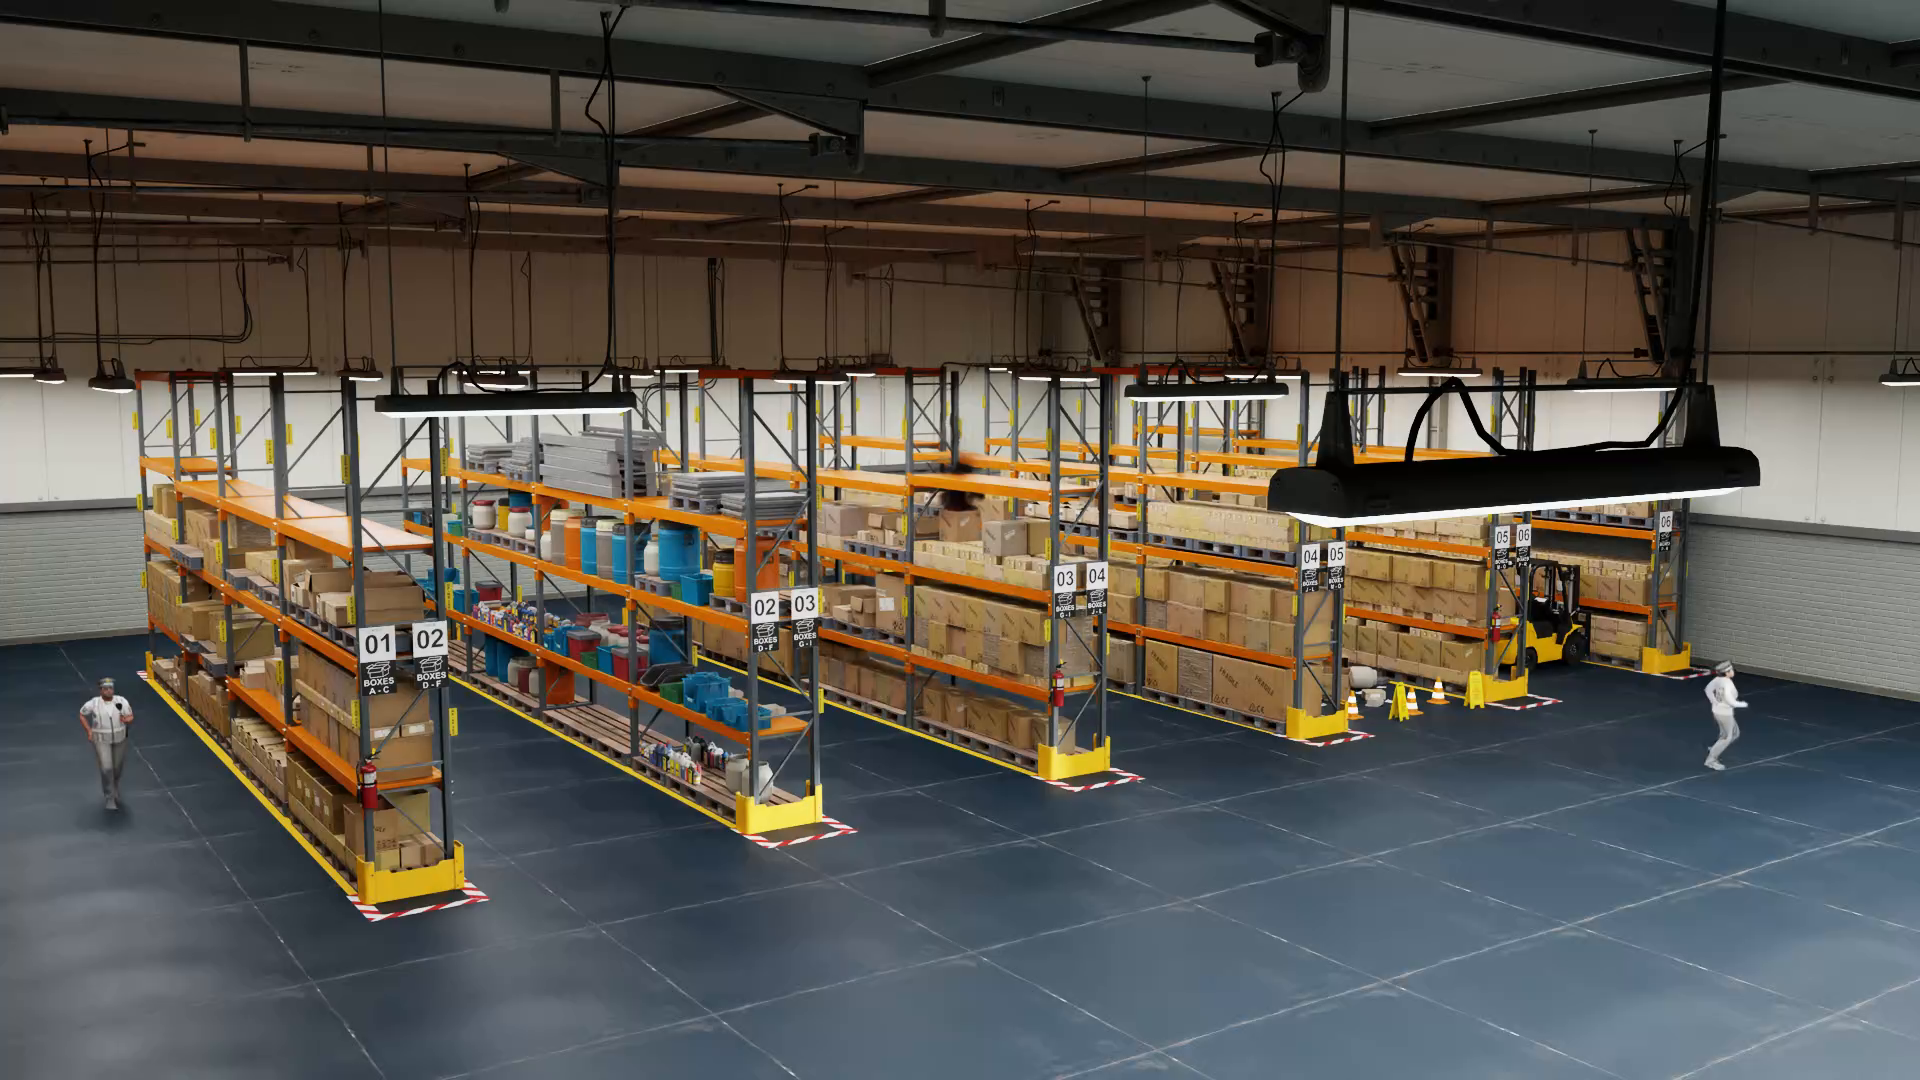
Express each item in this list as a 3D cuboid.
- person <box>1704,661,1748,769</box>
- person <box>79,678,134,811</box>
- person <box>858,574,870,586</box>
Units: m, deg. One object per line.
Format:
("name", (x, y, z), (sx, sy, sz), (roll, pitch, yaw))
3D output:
("person", (11.635, 2.647, 25.246), (0.562, 1.669, 0.671), (1, 7, 8))
("person", (-11.904, 2.832, 23.284), (0.643, 1.848, 0.743), (-6, 9, -42))
("person", (-2.559, 0.664, 42.428), (0.881, 1.738, 0.651), (-5, 8, -39))
